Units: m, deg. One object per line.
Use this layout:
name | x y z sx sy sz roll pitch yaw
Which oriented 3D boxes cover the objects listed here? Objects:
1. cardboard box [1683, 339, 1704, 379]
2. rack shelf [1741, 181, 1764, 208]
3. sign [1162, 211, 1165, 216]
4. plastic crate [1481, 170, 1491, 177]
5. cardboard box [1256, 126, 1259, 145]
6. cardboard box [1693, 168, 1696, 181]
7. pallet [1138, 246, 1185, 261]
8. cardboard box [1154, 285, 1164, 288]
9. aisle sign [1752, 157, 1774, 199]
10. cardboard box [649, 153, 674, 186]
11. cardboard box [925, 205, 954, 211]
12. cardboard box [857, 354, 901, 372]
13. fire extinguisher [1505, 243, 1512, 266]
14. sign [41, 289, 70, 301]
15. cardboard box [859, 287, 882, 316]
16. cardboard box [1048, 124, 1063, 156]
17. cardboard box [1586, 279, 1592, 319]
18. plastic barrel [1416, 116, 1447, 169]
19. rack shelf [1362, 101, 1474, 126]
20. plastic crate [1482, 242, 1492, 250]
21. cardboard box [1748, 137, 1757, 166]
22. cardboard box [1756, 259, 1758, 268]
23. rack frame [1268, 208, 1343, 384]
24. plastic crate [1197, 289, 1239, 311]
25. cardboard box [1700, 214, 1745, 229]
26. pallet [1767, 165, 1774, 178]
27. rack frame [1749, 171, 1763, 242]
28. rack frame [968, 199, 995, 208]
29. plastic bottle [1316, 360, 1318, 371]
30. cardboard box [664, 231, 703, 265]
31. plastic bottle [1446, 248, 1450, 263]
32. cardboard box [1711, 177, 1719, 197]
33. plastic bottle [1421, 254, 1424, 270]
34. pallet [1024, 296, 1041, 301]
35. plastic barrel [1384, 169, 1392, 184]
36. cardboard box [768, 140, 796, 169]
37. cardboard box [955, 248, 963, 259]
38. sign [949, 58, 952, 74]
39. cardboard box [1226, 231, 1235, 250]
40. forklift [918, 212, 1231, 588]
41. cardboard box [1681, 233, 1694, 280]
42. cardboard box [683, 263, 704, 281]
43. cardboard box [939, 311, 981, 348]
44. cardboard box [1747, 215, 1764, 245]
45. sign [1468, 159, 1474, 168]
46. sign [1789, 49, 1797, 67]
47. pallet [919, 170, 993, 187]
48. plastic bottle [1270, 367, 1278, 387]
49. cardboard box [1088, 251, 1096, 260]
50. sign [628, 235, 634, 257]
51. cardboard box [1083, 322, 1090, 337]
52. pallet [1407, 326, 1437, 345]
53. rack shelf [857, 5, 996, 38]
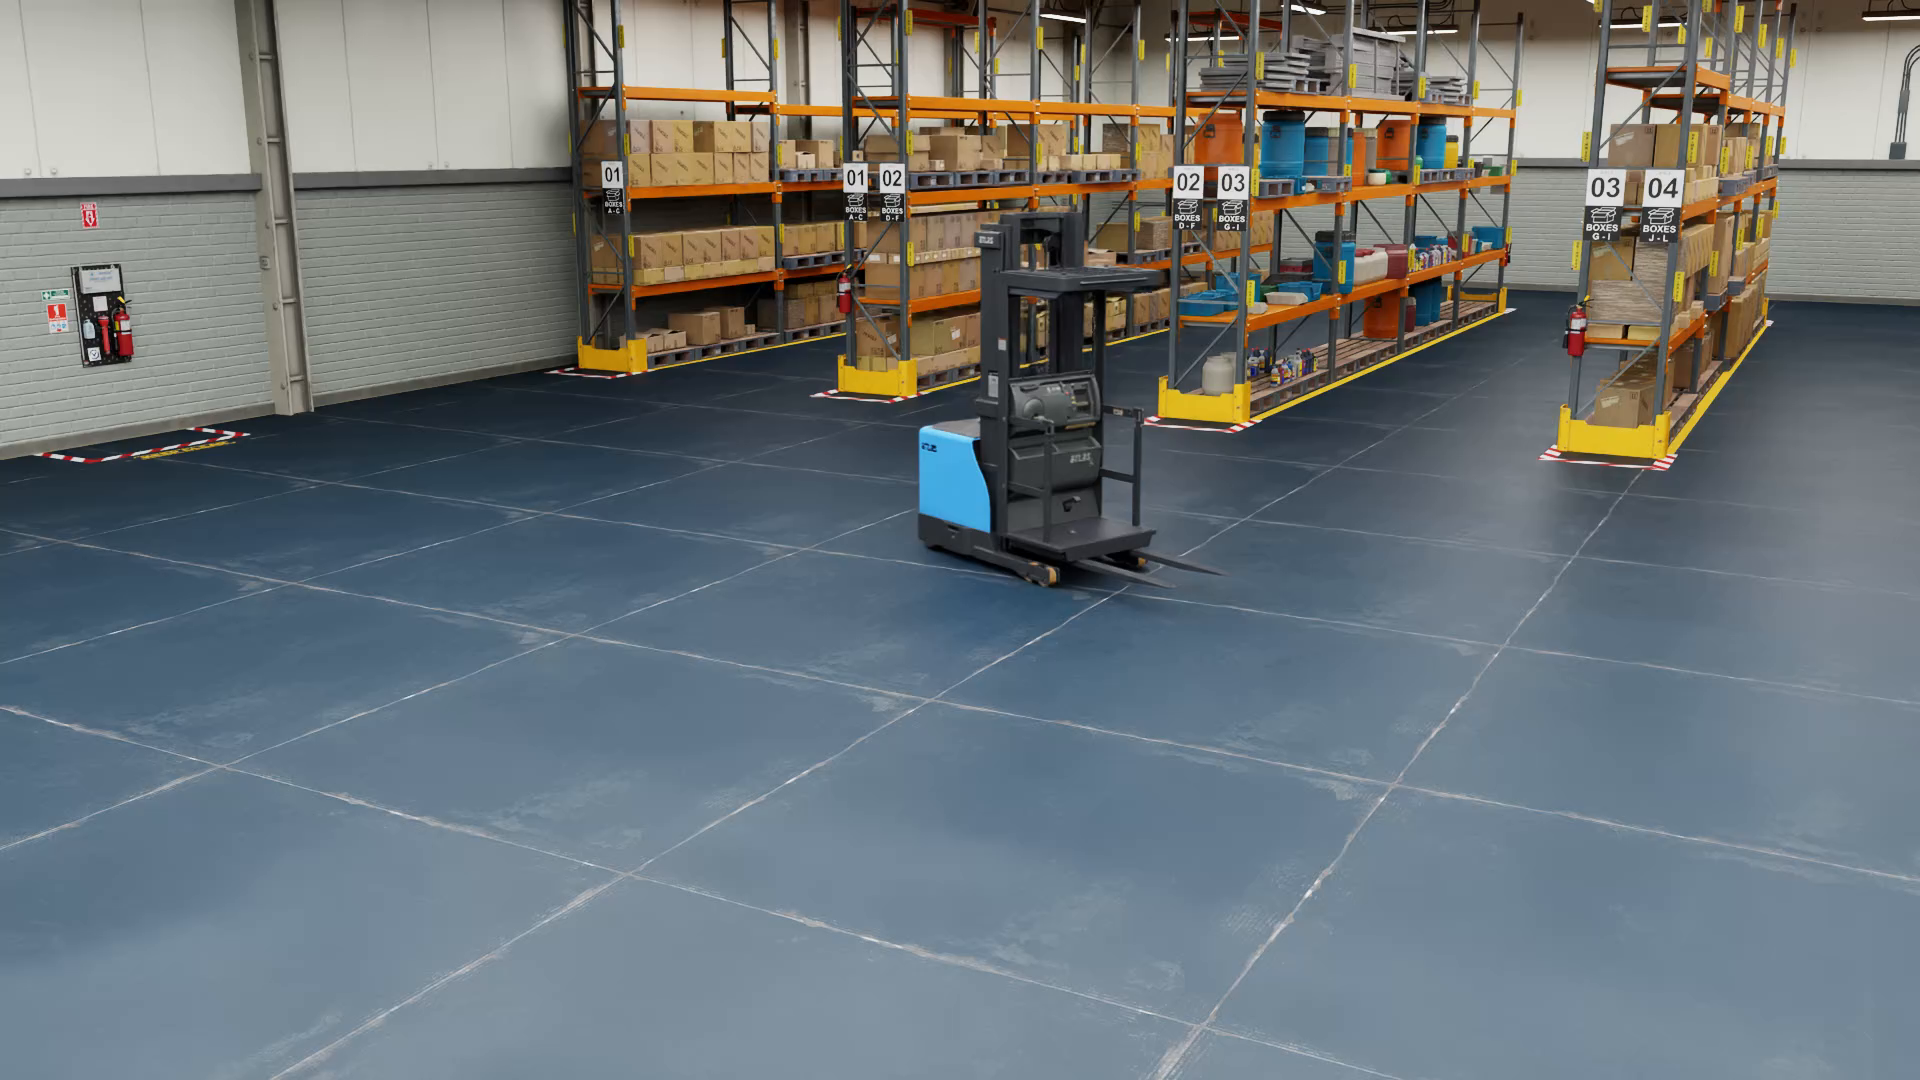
cardboard box | 10.266 -2.610 23.853 0.700 0.500 0.500 6 15 23
rack shelf | 12.334 -5.616 27.065 1.077 0.370 4.000 7 15 28
sign | 4.152 -6.522 33.840 0.100 0.325 0.005 7 15 28
plastic crate | 10.117 -7.178 32.570 0.437 0.136 0.530 7 15 28
cardboard box | 6.014 -8.655 35.786 0.700 0.500 0.500 7 15 28
cardboard box | 8.374 -4.271 19.418 0.380 0.149 0.250 7 15 28
pallet | 3.633 -5.527 31.968 1.003 0.211 1.213 7 15 28
cardboard box | 3.687 -4.756 32.756 0.500 0.500 0.500 8 15 29
aisle sign | 15.532 -6.983 32.054 0.394 0.787 0.004 7 15 28
cardboard box | -4.838 -5.803 26.047 0.500 0.500 0.500 9 16 32
cardboard box | -0.458 -6.731 34.064 0.500 0.250 0.500 7 15 27
cardboard box | -1.170 -2.590 24.349 0.500 0.250 0.500 7 15 28
fire extinguisher | 11.369 -6.061 34.733 0.296 0.674 0.183 7 15 28
sign | -10.404 -2.821 19.128 0.001 0.109 0.331 7 15 28
cardboard box | -1.944 -4.626 32.218 0.700 0.500 0.500 8 16 29
cardboard box | 1.351 -6.596 27.415 0.500 0.500 0.500 9 16 33
cardboard box | 7.926 -2.875 19.712 0.875 0.500 0.500 7 15 28
plastic barrel | 8.274 -7.018 29.378 0.600 0.901 0.708 7 15 28
rack shelf | 7.998 -7.441 29.088 1.077 0.370 4.000 7 15 28
plastic crate | 10.663 -6.013 34.010 0.396 0.136 0.243 7 15 28
cardboard box | 13.626 -6.845 29.304 0.700 0.500 0.500 6 15 25
cardboard box | 13.988 -4.927 29.607 0.380 0.149 0.250 8 16 30
rack frame | 5.097 -3.838 24.554 1.000 3.000 0.127 7 15 28
plastic crate | 3.463 -3.214 22.283 0.499 0.251 0.408 7 15 28
cardboard box | 12.657 -5.183 27.779 0.797 0.503 0.637 8 15 29
pallet | 14.296 -6.749 30.418 1.003 0.211 1.213 7 15 28
rack frame | 13.300 -4.918 29.034 1.000 3.000 0.127 7 15 28
rack frame | 0.292 -6.602 36.017 1.000 3.000 0.127 7 15 28
plastic bottle | 5.195 -2.582 24.375 0.097 0.201 0.097 0 14 0
cardboard box | -4.512 -4.711 26.850 0.500 0.500 0.500 7 15 26
plastic bottle | 8.985 -5.253 30.670 0.061 0.283 0.133 7 15 28
cardboard box | 9.441 -4.539 21.381 0.500 0.250 0.500 8 16 30
plastic bottle | 8.050 -4.859 29.061 0.097 0.271 0.097 0 14 0
pallet | 1.317 -5.645 37.997 1.003 0.211 1.213 7 15 28
plastic barrel | 6.956 -5.985 27.390 0.294 0.245 0.294 0 14 0
cardboard box | -3.241 -6.775 29.225 0.500 0.500 0.500 10 17 36
cardboard box | -0.172 -4.264 24.723 0.380 0.149 0.250 7 15 27
sign | -0.182 -10.117 35.468 0.100 0.325 0.005 7 15 28
cardboard box | 5.360 -6.269 34.424 0.500 0.500 0.500 8 16 29
forklift | 0.927 -1.174 13.651 1.130 2.935 3.031 -10 17 -37
cardboard box | 8.252 -3.319 19.420 0.500 0.500 0.500 7 15 28
cardboard box | -4.505 -4.353 26.966 0.500 0.250 0.500 7 15 27
cardboard box | 0.011 -3.204 25.293 0.500 0.500 0.500 7 15 28
cardboard box | 14.001 -5.524 29.632 0.500 0.500 0.500 7 15 28
sign | 9.445 -6.879 30.749 0.100 0.325 0.005 7 15 28
sign | 15.702 -9.084 31.349 0.100 0.325 0.005 7 15 28
pallet | -0.217 -5.388 24.771 1.003 0.211 1.213 7 15 28
plastic bottle | 4.313 -2.242 22.814 0.097 0.271 0.097 0 14 0
cardboard box | 2.095 -5.016 29.629 0.500 0.311 0.500 7 15 27
sign | -5.034 -4.499 25.449 0.100 0.325 0.005 7 15 28
cardboard box | 1.918 -3.638 28.693 0.500 0.250 0.500 8 16 29
pallet | 7.966 -3.719 30.009 1.003 0.211 1.213 7 15 28
rack shelf | -0.675 -10.374 33.307 1.077 0.370 4.000 7 15 28
